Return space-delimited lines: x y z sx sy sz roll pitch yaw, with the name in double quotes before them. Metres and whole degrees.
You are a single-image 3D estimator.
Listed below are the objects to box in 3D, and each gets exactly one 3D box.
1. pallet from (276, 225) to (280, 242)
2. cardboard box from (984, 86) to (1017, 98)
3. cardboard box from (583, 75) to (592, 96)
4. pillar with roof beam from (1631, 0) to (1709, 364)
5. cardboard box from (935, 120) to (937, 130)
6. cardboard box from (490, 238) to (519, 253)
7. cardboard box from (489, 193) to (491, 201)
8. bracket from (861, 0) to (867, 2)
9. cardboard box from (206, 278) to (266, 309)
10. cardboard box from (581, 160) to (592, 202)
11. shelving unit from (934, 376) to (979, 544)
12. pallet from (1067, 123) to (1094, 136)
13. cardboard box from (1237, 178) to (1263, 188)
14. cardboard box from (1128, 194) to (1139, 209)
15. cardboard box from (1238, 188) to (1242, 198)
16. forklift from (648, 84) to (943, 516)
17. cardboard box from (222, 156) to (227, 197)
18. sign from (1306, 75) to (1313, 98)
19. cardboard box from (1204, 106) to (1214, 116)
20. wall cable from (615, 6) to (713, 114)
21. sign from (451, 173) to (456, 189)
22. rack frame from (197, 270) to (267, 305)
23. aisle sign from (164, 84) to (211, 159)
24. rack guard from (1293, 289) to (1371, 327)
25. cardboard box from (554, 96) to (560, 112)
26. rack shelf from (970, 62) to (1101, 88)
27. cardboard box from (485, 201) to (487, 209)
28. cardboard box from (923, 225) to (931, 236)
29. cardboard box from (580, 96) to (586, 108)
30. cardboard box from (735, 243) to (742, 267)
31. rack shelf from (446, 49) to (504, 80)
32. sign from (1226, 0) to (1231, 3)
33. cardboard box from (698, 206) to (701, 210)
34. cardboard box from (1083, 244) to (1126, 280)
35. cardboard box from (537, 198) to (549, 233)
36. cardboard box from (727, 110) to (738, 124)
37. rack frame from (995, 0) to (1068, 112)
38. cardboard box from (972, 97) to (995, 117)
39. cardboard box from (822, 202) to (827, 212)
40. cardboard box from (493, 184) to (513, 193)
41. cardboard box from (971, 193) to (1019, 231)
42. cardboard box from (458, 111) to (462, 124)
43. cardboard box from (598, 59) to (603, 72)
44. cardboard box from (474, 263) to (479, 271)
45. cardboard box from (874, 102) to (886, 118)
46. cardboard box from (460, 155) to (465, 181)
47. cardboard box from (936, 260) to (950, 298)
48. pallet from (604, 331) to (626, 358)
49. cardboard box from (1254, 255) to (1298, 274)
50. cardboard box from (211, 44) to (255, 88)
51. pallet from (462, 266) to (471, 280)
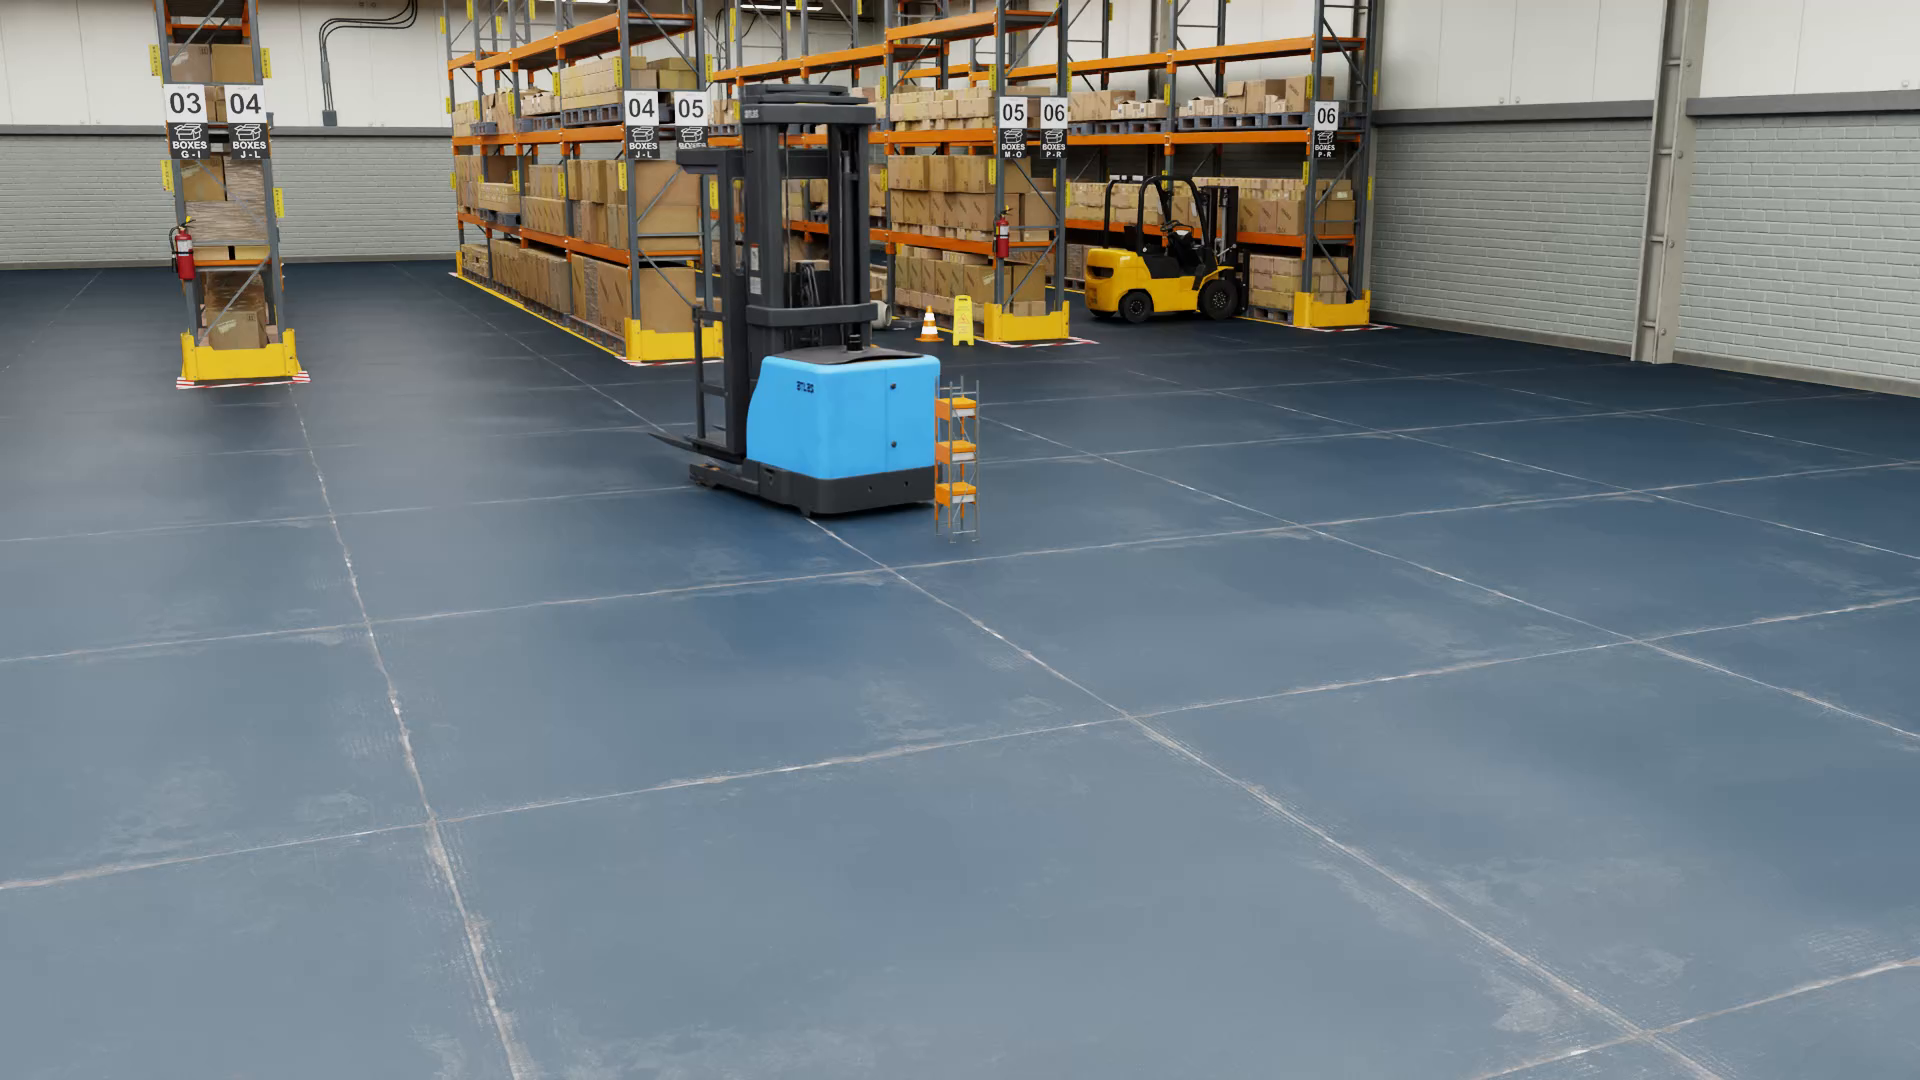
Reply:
"pallet" -9.911 -4.213 22.848 1.003 0.211 1.213 -6 14 -23
"cardboard box" 0.538 -5.975 22.171 0.380 0.149 0.250 -5 14 -22
"cardboard box" -4.605 -5.910 21.622 0.500 0.250 0.500 -5 14 -22
"pillar with roof beam" 4.496 -6.173 17.585 9.100 9.000 0.400 -6 14 -23
"cardboard box" -0.140 -5.964 23.891 0.380 0.149 0.250 -6 14 -23
"cardboard box" -8.304 -5.391 30.461 0.500 0.250 0.500 -6 14 -25
"cardboard box" -8.092 -6.049 29.321 0.380 0.149 0.250 -6 14 -24
"bracket" -2.784 -13.905 43.009 0.076 0.066 5.218 -6 14 -23
"cardboard box" -10.363 -3.477 23.808 0.700 0.500 0.500 -7 15 -28
"cardboard box" -4.620 -4.856 22.470 0.875 0.550 0.550 -6 14 -23
"shelving unit" -0.021 -0.523 10.799 0.215 1.050 0.252 -6 14 -23
"pallet" 2.640 -7.544 30.578 1.213 0.211 1.003 -5 14 -20
"cardboard box" 4.534 -5.535 25.811 0.380 0.149 0.250 -5 14 -22
"cardboard box" 3.244 -5.834 28.650 0.500 0.250 0.500 -6 14 -24
"cardboard box" 4.541 -5.387 25.833 0.380 0.149 0.250 -6 14 -23
"forklift" -1.404 -1.868 12.442 1.130 2.935 3.031 -10 16 -36
"cardboard box" -8.708 -4.438 20.295 0.500 0.500 0.500 -6 14 -23
"sign" 4.988 -6.462 23.696 0.100 0.325 0.005 -6 14 -23
"cardboard box" 4.097 -6.793 26.321 0.380 0.149 0.250 -5 14 -21
"wall cable" -7.312 -11.650 41.249 2.355 3.000 0.029 -6 14 -23
"sign" -10.458 -7.415 34.335 0.100 0.325 0.005 -6 14 -23
"rack frame" -11.341 -4.962 25.658 1.000 3.000 0.127 -6 14 -23
"aisle sign" -8.386 -4.536 18.051 0.394 0.787 0.004 -6 14 -23
"rack guard" 5.500 -3.431 24.585 1.175 0.500 0.348 -6 14 -23
"cardboard box" -5.583 -6.336 24.121 0.500 0.250 0.500 -5 14 -22
"rack shelf" 1.485 -9.097 32.701 1.077 0.370 4.000 -6 14 -23
"cardboard box" -8.309 -6.014 29.829 0.380 0.149 0.250 -5 14 -22
"cardboard box" -0.322 -4.549 24.431 0.380 0.149 0.250 -6 14 -23
"cardboard box" -4.807 -5.786 21.970 0.380 0.149 0.250 -6 14 -23
"cardboard box" -4.375 -5.964 34.739 0.875 0.438 0.875 -6 14 -25
"rack shelf" -9.159 -9.200 32.264 1.077 0.370 4.000 -6 14 -23
"sign" 4.406 -8.980 27.290 0.100 0.325 0.005 -6 14 -23
"cardboard box" -5.308 -7.332 35.674 0.500 0.500 0.500 -6 14 -24
"cardboard box" 2.792 -5.090 30.544 0.875 0.625 0.625 -5 14 -21
"cardboard box" -6.218 -5.009 25.637 0.500 0.500 0.500 -6 14 -24
"cardboard box" -4.412 -8.436 33.159 0.396 0.266 0.258 -5 14 -21
"rack frame" 0.944 -7.127 21.707 1.000 3.000 0.127 -6 14 -23
"cardboard box" 0.492 -5.819 22.380 0.500 0.250 0.500 -6 14 -24
"cardboard box" -2.151 -5.733 28.616 0.380 0.149 0.250 -7 15 -27
"cardboard box" -7.888 -6.089 28.831 0.380 0.149 0.250 -5 14 -20
"cardboard box" 0.474 -4.485 22.716 0.500 0.500 0.500 -6 14 -24
"cardboard box" -9.621 -8.347 32.852 0.500 0.250 0.500 -5 14 -22
"cardboard box" -4.304 -5.914 20.754 0.380 0.149 0.250 -5 14 -22
"cardboard box" -9.412 -5.402 32.950 0.380 0.149 0.250 -6 14 -23
"cardboard box" -1.025 -6.731 26.051 0.500 0.250 0.500 -6 14 -24
"cardboard box" -9.628 -7.393 33.061 0.500 0.500 0.500 -6 14 -24
"cardboard box" -0.024 -3.789 24.093 0.500 0.500 0.500 -6 14 -24
"pallet" -3.943 -2.536 21.359 1.003 0.211 1.213 -6 14 -23
"cardboard box" 4.810 -4.178 25.217 0.500 0.250 0.500 -5 14 -22
"cardboard box" -8.484 -5.539 19.507 0.500 0.500 0.500 -6 14 -23
"pallet" -9.637 -5.497 34.152 1.003 0.211 1.213 -6 14 -23
